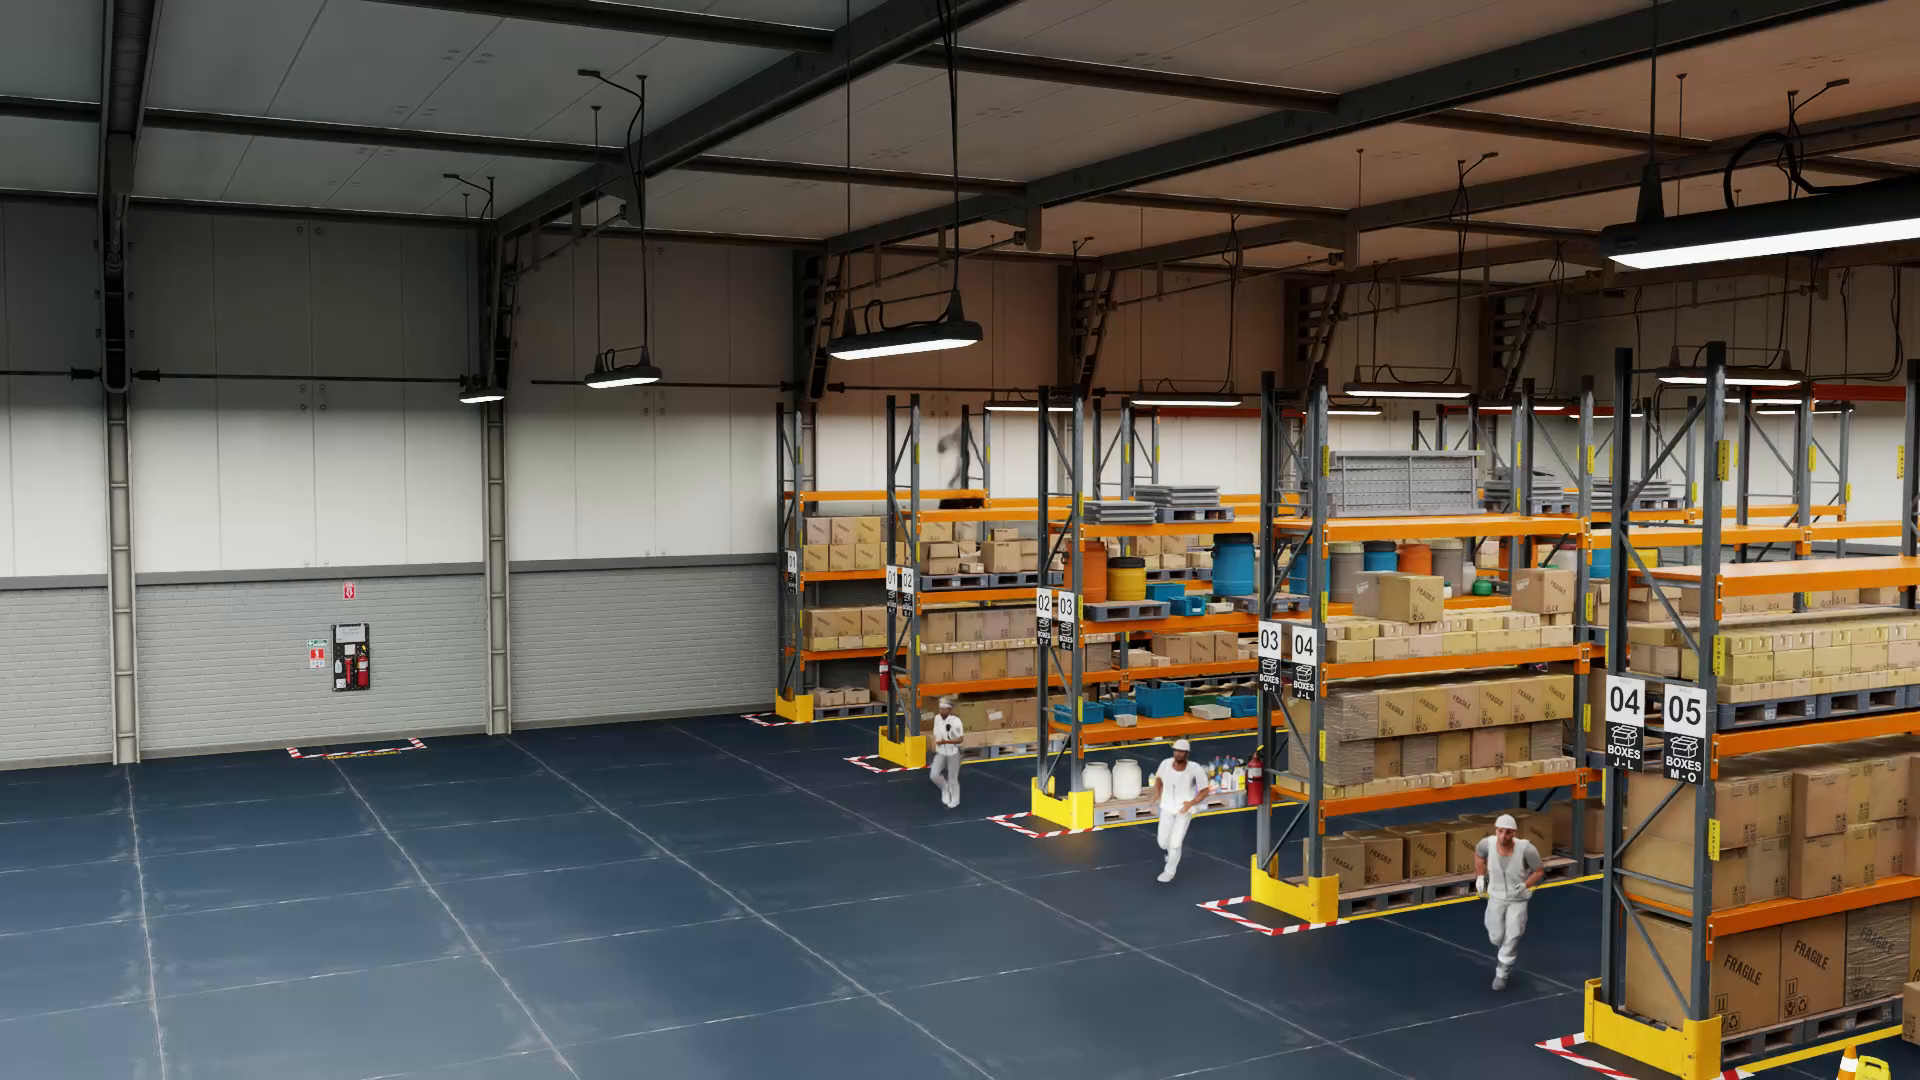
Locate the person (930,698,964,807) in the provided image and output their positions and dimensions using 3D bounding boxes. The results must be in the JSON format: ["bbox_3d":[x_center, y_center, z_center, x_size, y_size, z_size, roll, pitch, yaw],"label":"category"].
[{"bbox_3d":[-0.181,3.003,23.435,0.527,1.602,0.746,1,4,23],"label":"person"}]

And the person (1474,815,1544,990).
[{"bbox_3d":[5.233,3.427,15.886,0.653,1.711,0.767,1,4,25],"label":"person"}]

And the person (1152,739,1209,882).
[{"bbox_3d":[2.632,3.203,19.785,0.698,1.718,0.600,2,4,26],"label":"person"}]
